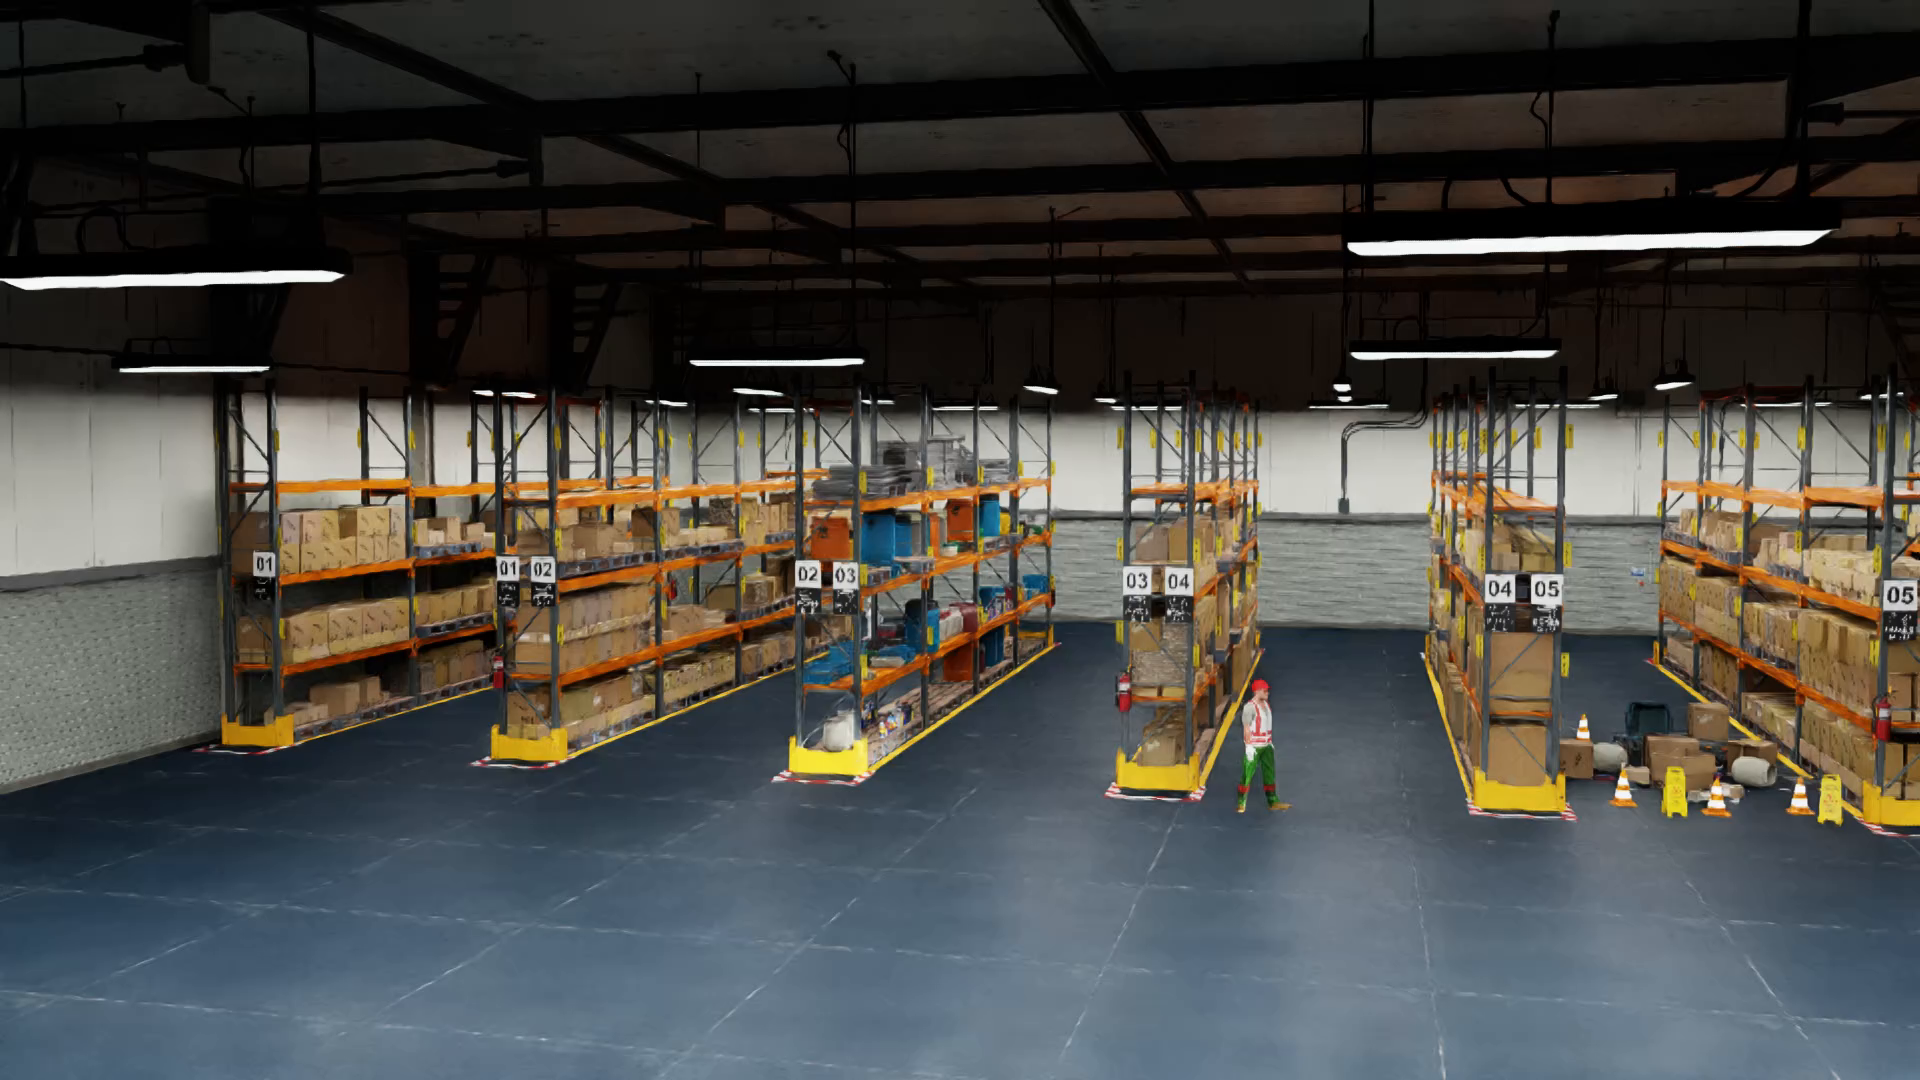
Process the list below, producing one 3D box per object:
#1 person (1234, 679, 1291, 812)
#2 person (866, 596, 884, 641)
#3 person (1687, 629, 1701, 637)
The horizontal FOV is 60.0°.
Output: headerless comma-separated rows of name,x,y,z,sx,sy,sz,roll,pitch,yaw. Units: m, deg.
person,4.045,2.754,22.366,0.715,1.785,0.530,-3,4,-40
person,-1.783,2.045,34.559,0.456,1.762,0.606,-1,4,-16
person,16.923,1.892,38.085,0.571,1.666,0.507,-1,4,-17
